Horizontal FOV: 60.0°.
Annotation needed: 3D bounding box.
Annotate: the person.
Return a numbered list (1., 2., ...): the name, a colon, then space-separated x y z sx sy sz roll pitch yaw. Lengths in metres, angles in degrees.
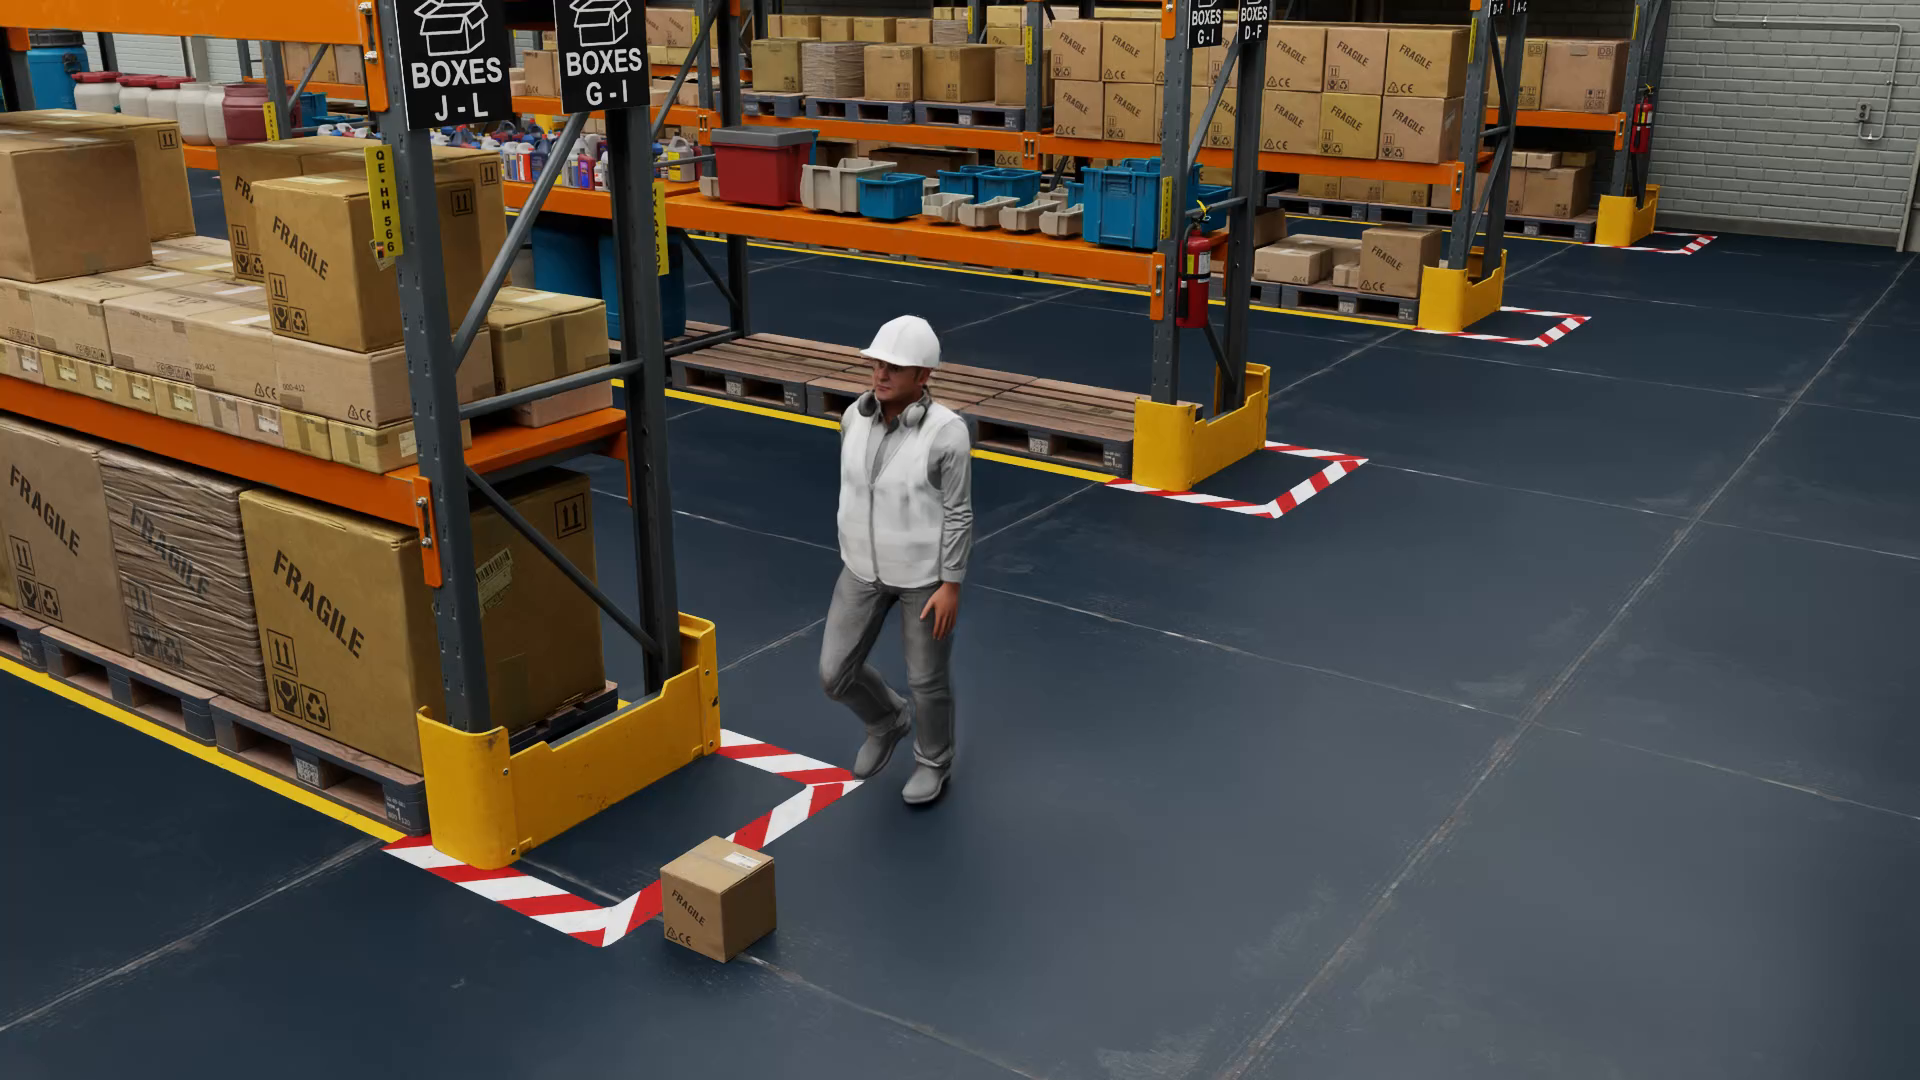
1. person: -0.197 0.094 5.714 0.550 1.762 0.493 10 22 25
